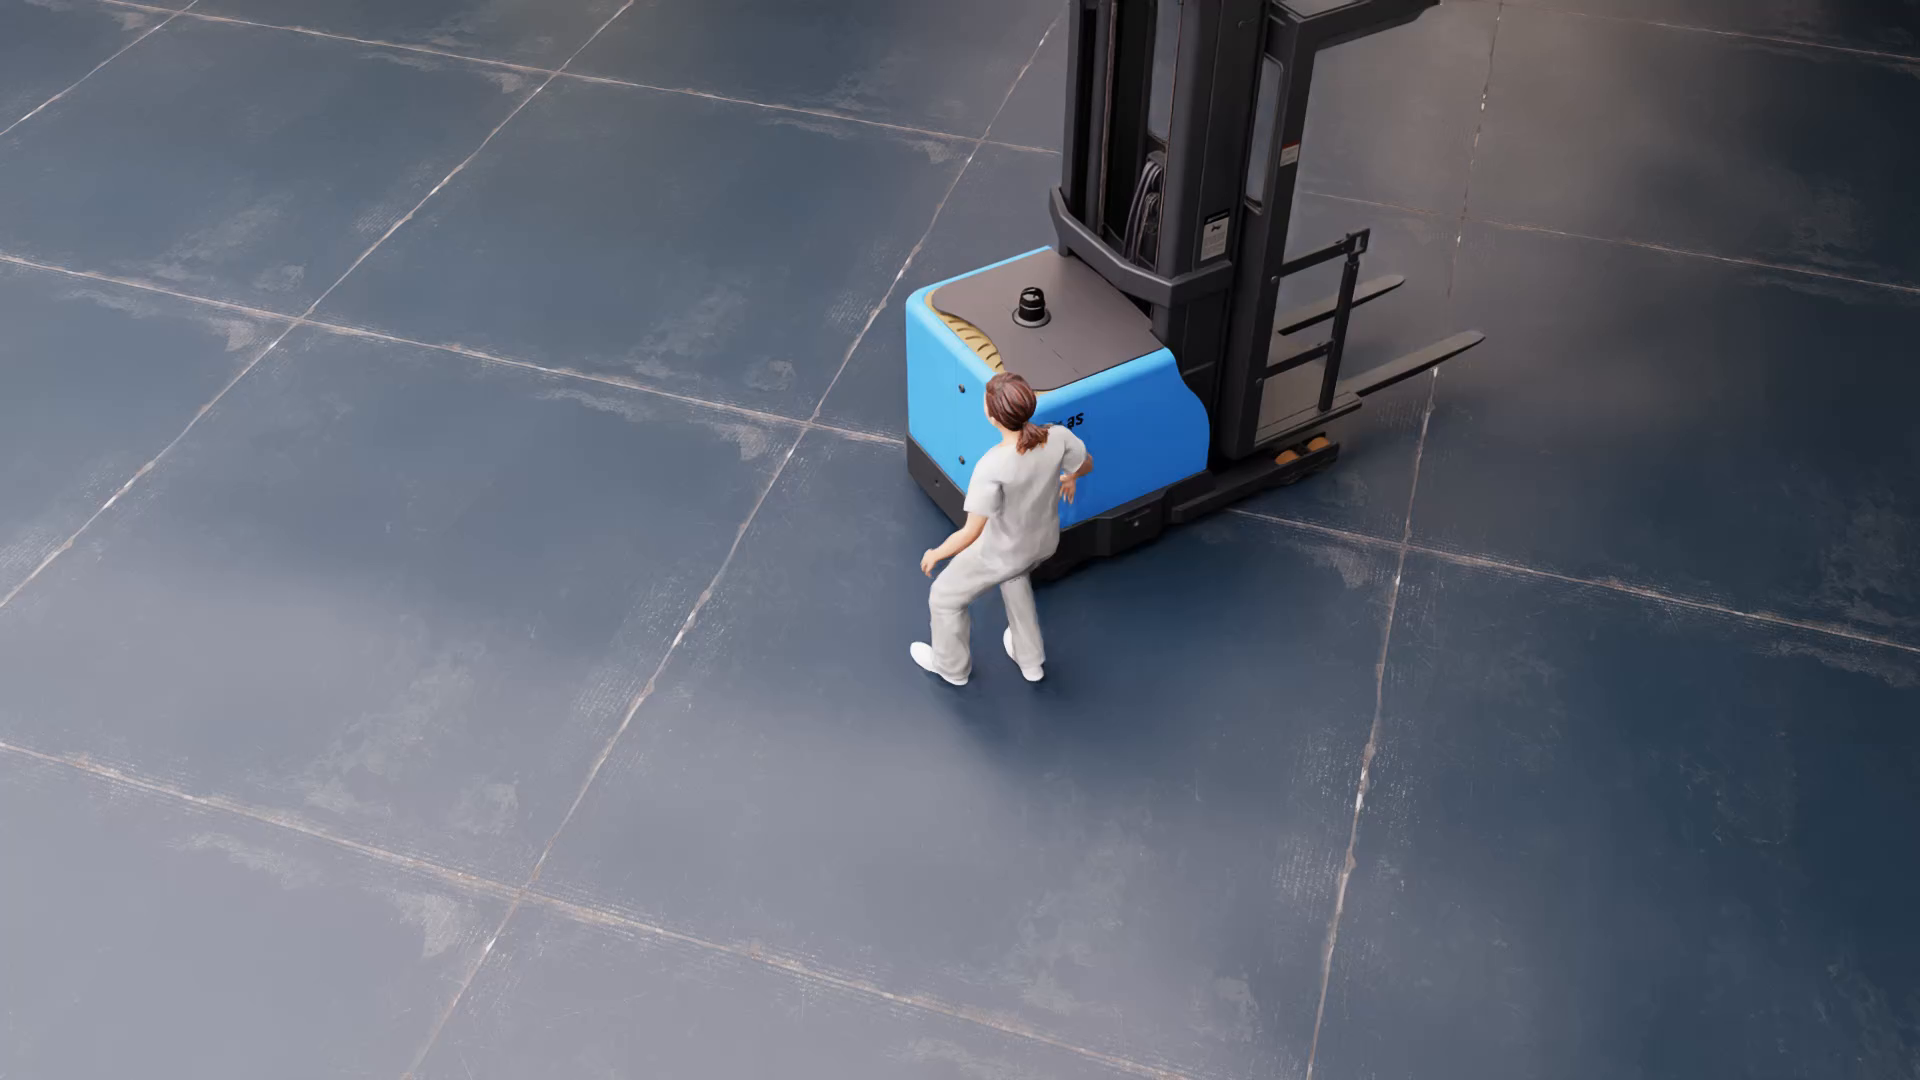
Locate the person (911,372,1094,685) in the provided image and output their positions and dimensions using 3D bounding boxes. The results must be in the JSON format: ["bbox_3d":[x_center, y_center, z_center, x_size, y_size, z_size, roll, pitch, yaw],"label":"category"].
[{"bbox_3d":[0.144,-0.050,6.725,0.787,1.623,0.531,-27,49,-26],"label":"person"}]

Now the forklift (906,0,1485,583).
[{"bbox_3d":[1.269,-1.632,7.444,3.031,2.935,1.130,-22,47,-22],"label":"forklift"}]
